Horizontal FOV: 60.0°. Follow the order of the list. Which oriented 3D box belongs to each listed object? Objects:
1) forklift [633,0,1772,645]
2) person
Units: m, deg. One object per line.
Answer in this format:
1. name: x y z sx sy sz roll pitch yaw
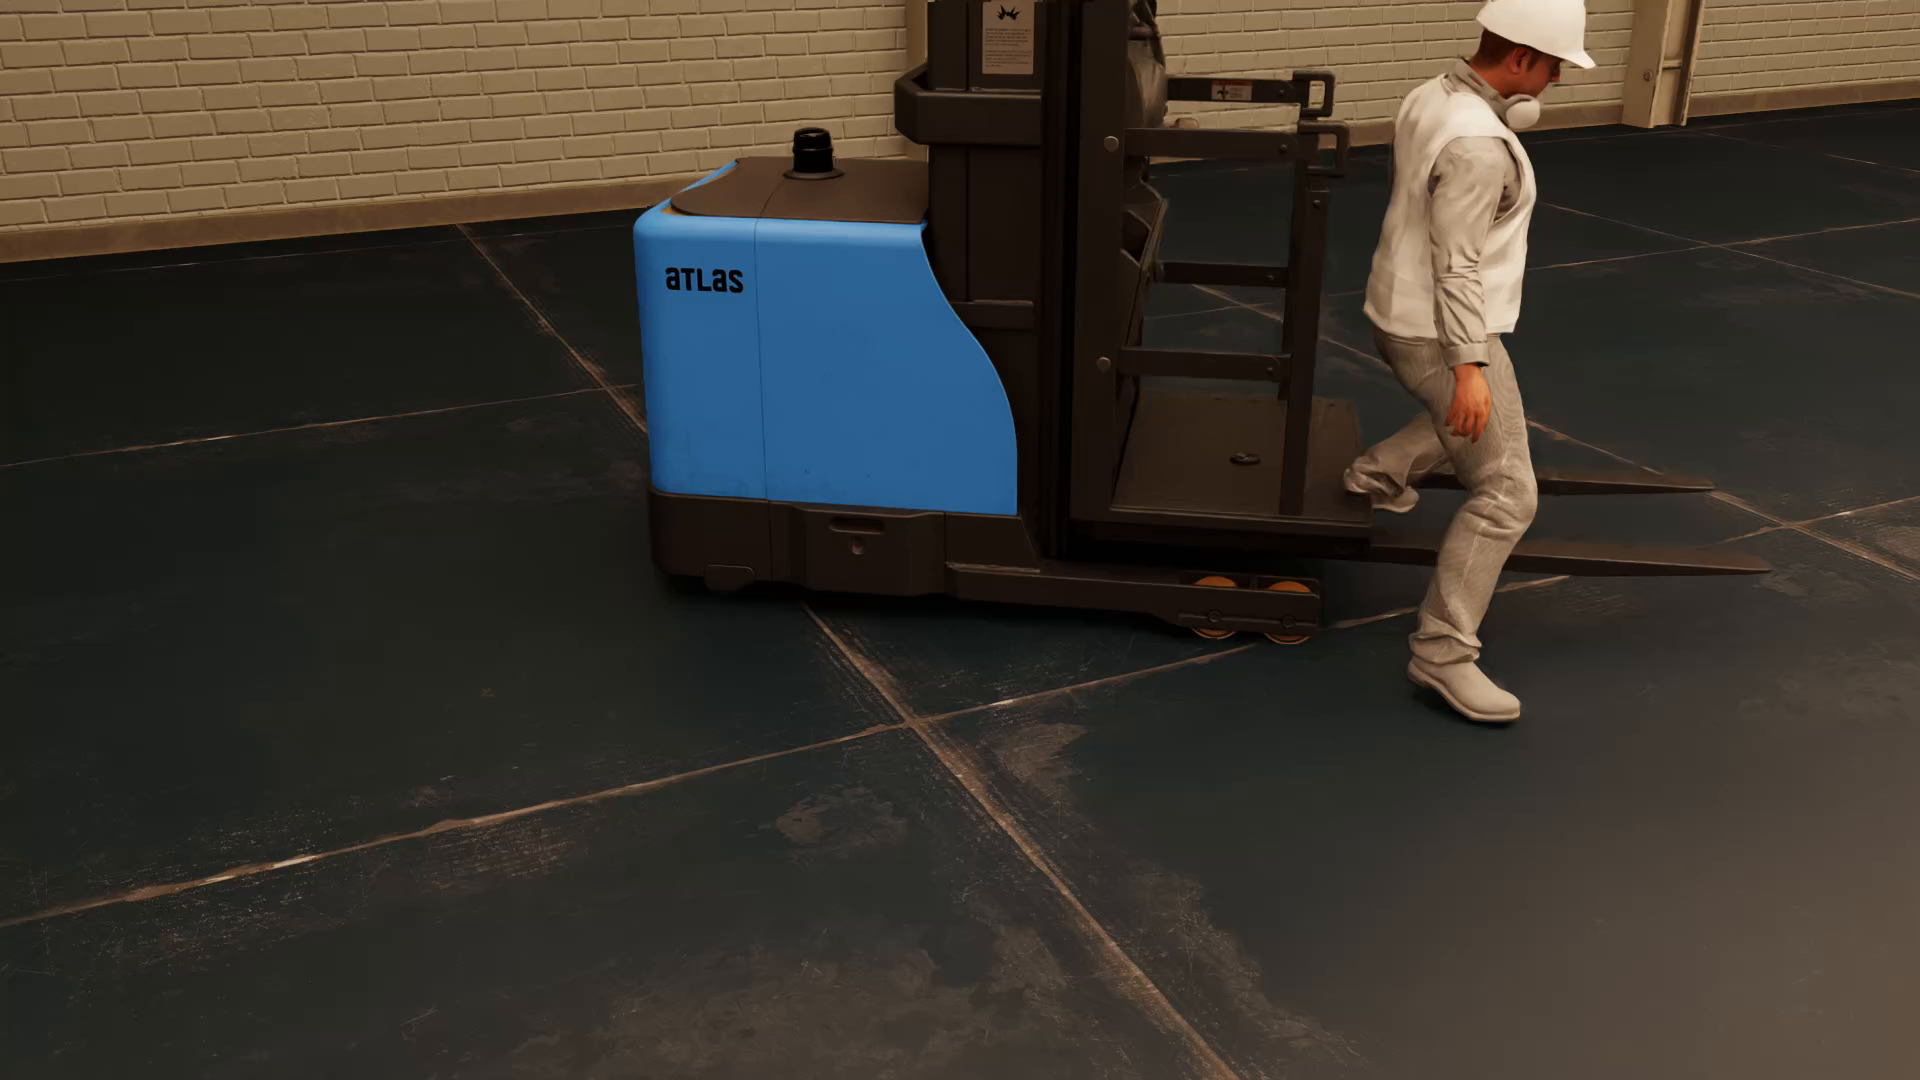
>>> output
1. forklift: 0.685 -1.294 4.400 3.031 2.935 1.130 4 23 9
2. person: 1.267 -0.533 4.160 0.486 1.697 1.043 0 23 -1
